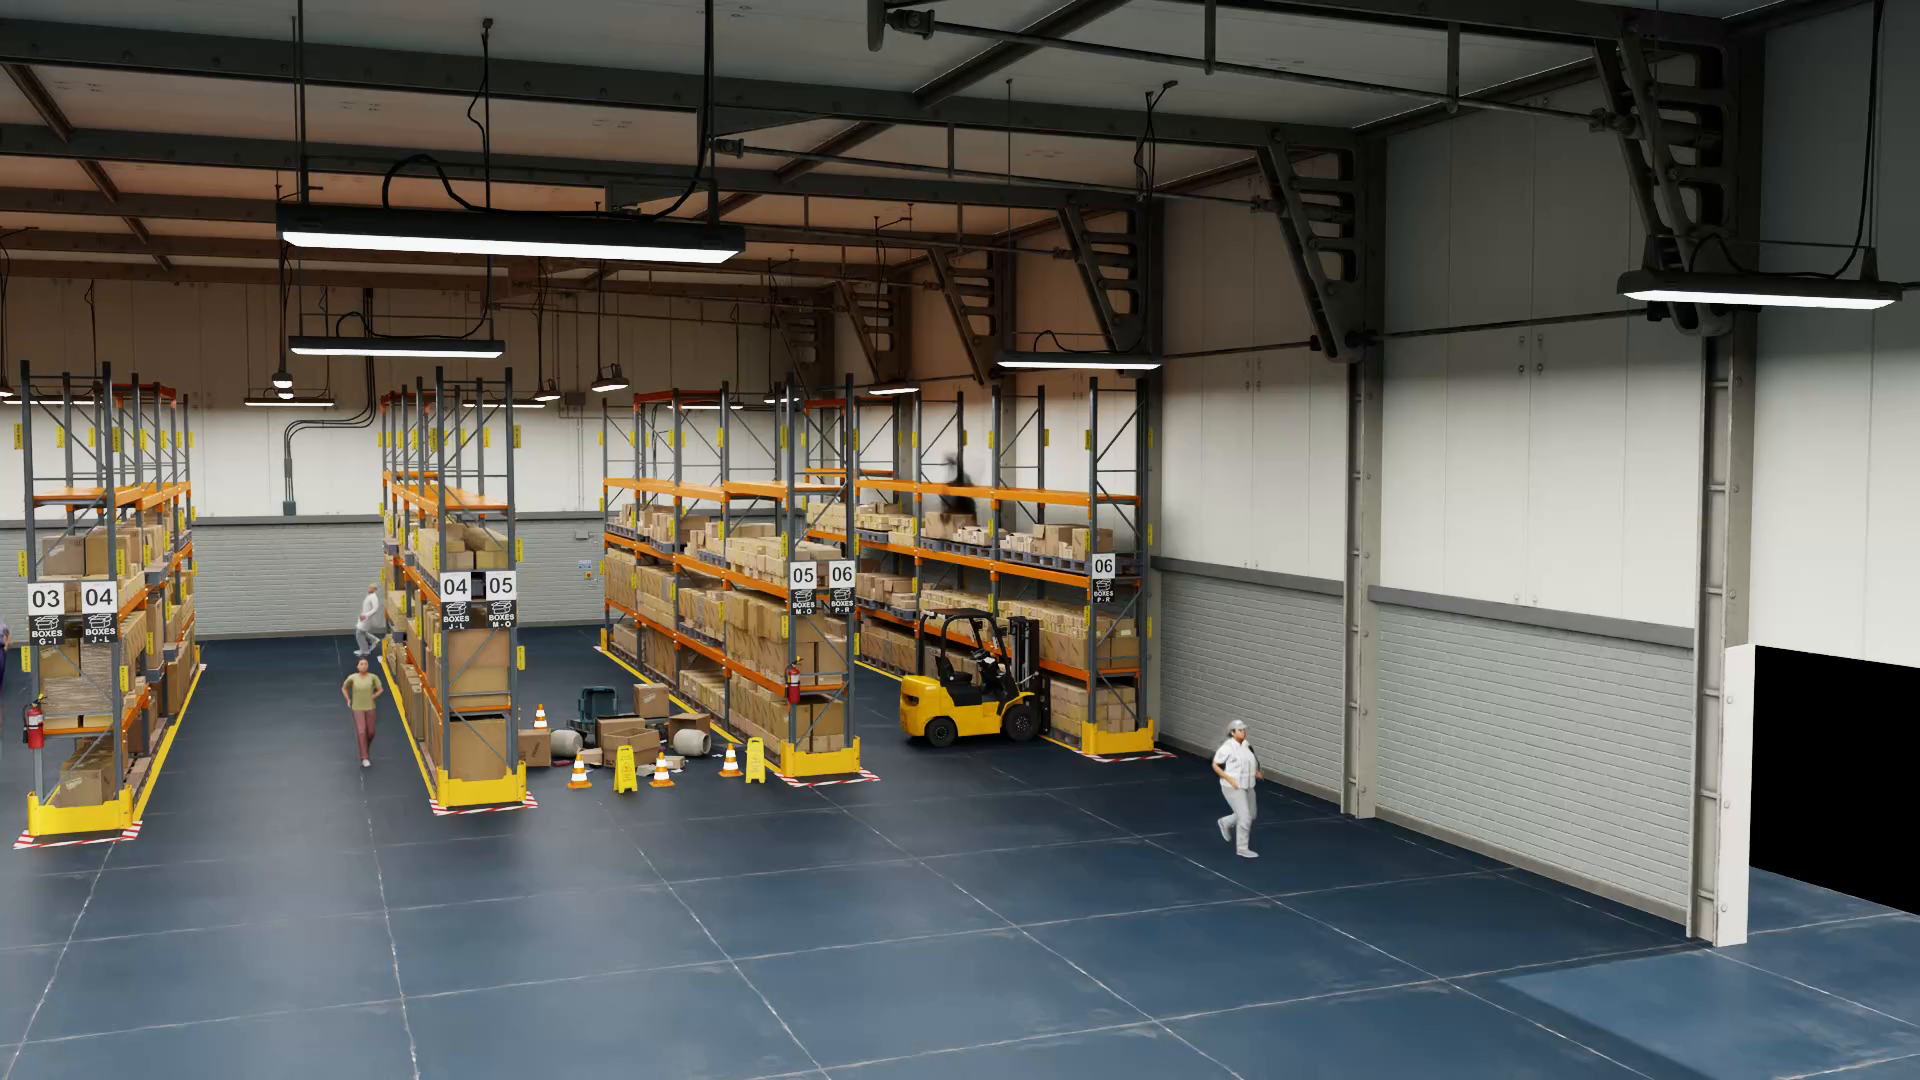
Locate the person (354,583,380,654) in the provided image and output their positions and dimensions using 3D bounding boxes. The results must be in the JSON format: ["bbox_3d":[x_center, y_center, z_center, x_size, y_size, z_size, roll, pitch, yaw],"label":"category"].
[{"bbox_3d":[-13.776,1.834,38.600,0.593,1.677,0.766,-1,4,-20],"label":"person"}]

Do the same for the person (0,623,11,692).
[{"bbox_3d":[-19.278,2.222,33.210,0.595,1.606,0.587,-2,4,-33],"label":"person"}]

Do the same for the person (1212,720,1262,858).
[{"bbox_3d":[3.341,2.980,20.099,0.615,1.624,0.707,-3,4,-40],"label":"person"}]

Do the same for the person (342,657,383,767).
[{"bbox_3d":[-9.204,2.623,25.672,0.597,1.655,0.803,-2,4,-29],"label":"person"}]
